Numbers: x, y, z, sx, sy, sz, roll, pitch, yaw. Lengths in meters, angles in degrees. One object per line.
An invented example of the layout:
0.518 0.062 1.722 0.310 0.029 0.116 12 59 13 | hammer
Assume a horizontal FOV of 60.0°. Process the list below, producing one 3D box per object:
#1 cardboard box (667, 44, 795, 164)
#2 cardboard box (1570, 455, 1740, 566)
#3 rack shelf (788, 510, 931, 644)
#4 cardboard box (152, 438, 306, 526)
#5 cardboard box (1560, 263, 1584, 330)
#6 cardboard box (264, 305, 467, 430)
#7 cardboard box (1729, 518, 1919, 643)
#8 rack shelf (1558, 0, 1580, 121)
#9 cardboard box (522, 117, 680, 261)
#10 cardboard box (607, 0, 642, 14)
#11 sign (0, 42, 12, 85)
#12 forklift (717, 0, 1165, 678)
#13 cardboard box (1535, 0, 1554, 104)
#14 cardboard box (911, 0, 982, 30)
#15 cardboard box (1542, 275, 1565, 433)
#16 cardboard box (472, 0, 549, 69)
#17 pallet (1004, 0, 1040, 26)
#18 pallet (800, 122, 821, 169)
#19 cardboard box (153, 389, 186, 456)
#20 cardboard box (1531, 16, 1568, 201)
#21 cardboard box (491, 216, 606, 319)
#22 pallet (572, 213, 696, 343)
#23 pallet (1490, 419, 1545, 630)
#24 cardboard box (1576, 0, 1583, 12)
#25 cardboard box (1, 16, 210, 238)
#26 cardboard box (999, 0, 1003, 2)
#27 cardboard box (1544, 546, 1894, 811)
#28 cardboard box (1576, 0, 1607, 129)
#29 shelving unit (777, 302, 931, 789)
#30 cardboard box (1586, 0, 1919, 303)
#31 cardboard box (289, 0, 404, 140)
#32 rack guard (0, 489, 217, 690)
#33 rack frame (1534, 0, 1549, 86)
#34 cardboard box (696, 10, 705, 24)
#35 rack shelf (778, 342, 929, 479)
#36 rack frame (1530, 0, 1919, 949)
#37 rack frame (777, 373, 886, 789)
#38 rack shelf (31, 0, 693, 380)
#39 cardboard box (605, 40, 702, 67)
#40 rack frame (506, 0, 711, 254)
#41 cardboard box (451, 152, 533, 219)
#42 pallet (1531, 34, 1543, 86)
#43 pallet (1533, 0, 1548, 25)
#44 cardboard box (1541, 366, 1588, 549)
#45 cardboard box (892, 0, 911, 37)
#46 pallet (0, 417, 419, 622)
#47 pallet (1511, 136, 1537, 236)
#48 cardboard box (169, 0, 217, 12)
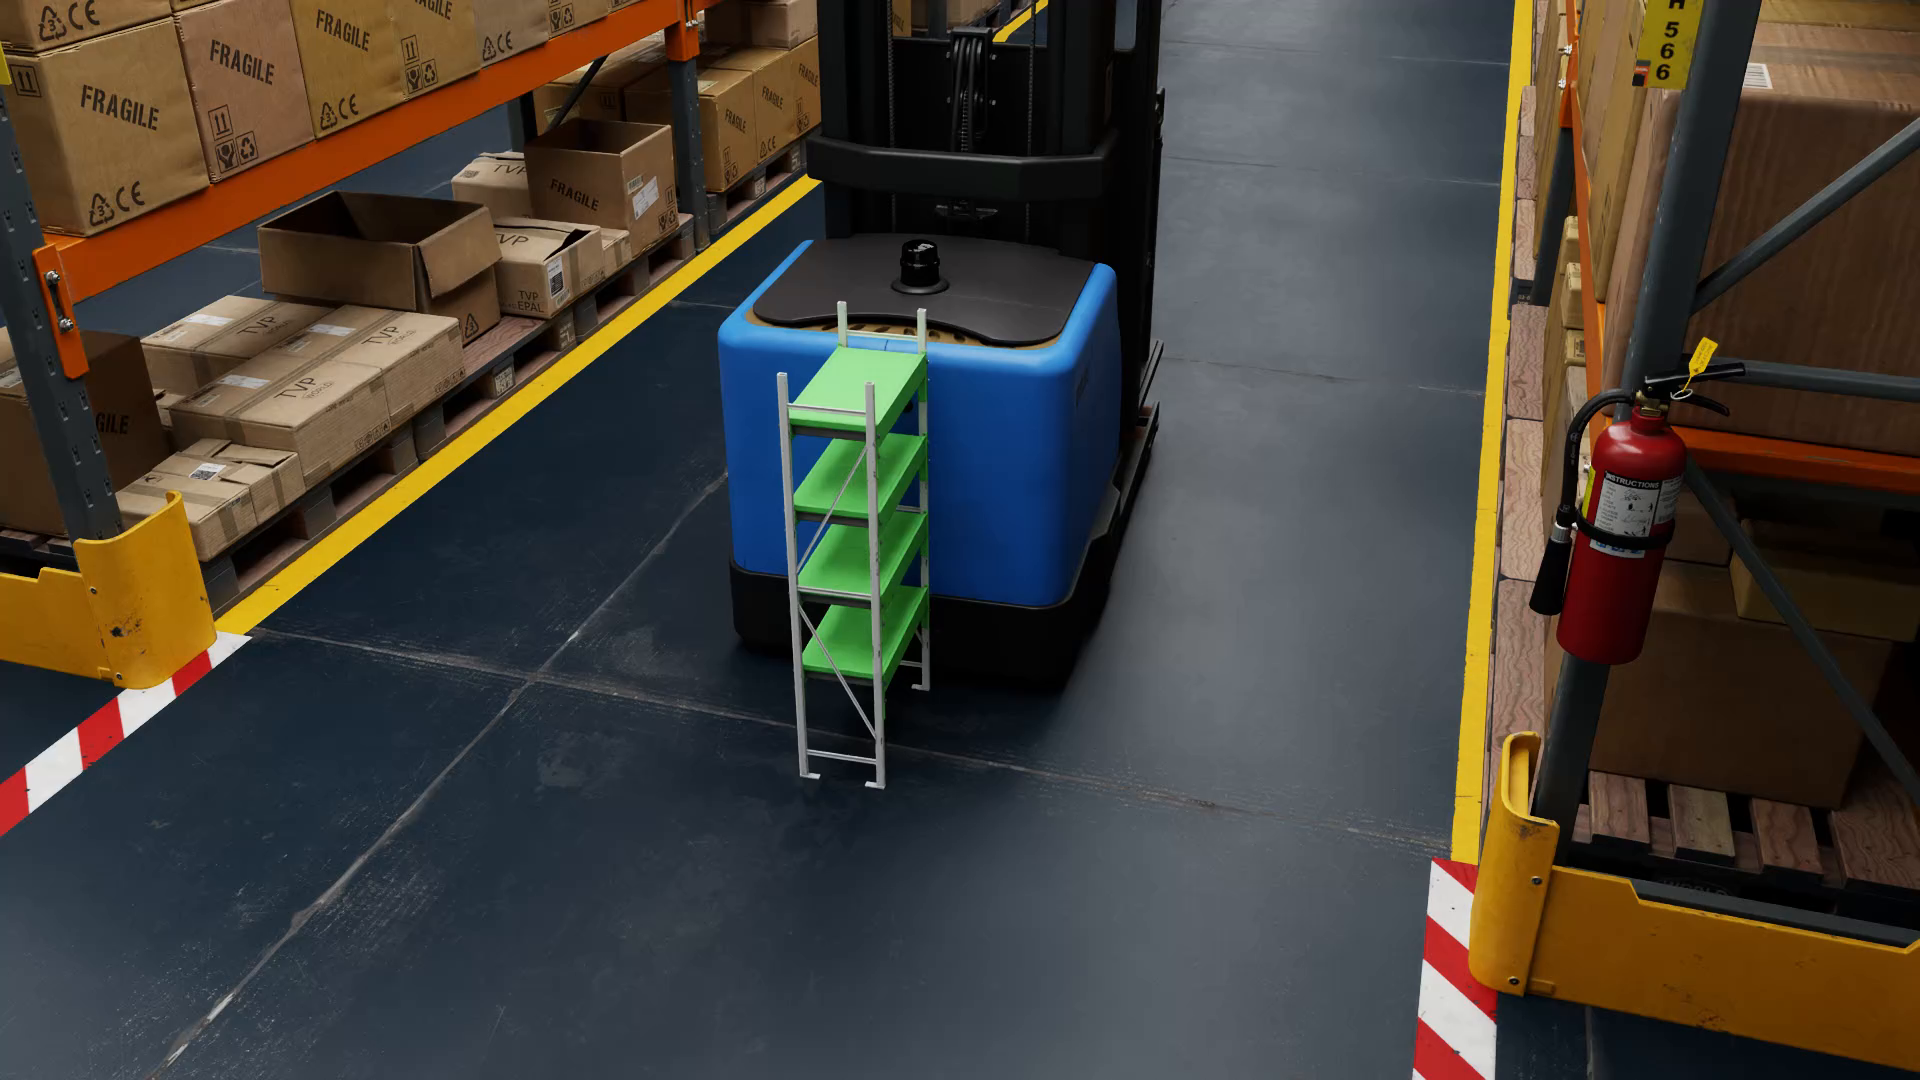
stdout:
-1.240 -2.383 9.067 0.500 0.500 0.500 9 30 16 | cardboard box
1.775 -0.080 4.280 0.380 0.149 0.250 8 30 14 | cardboard box
-0.264 0.079 4.506 0.258 0.148 0.480 7 30 12 | rack shelf
-2.410 -0.201 5.487 0.380 0.166 0.250 8 30 15 | cardboard box
2.231 -0.805 5.583 0.380 0.149 0.250 8 30 13 | cardboard box
-2.210 -0.652 6.213 0.500 0.250 0.500 8 30 15 | cardboard box
2.066 0.093 3.970 0.380 0.149 0.250 9 30 15 | cardboard box
3.563 -2.754 8.354 1.077 0.370 4.000 8 30 15 | rack shelf
-1.656 -1.638 7.728 0.500 0.500 0.500 8 30 15 | cardboard box
-1.662 -2.619 7.269 0.500 0.500 0.500 9 30 16 | cardboard box
-2.416 -1.286 4.085 0.100 0.325 0.005 8 30 15 | sign
0.146 -1.576 5.568 1.130 2.935 3.031 7 30 12 | forklift
3.809 -2.919 9.690 0.750 0.750 0.750 8 30 14 | cardboard box
-0.152 -3.886 12.046 0.500 0.250 0.500 8 30 15 | cardboard box
2.508 -0.664 5.997 0.700 0.500 0.500 8 30 14 | cardboard box
-1.960 -2.140 6.408 0.500 0.500 0.500 9 30 16 | cardboard box
0.053 -4.426 13.489 1.003 0.211 1.213 8 30 15 | pallet
-1.202 -2.577 10.166 1.003 0.211 1.213 8 30 15 | pallet
-2.805 -0.402 5.849 0.380 0.166 0.250 8 30 15 | cardboard box
3.301 -2.117 8.249 0.750 0.750 0.750 9 30 16 | cardboard box
-1.877 -1.207 7.148 0.500 0.311 0.500 8 30 15 | cardboard box
-1.963 -1.306 7.881 1.003 0.211 1.213 8 30 15 | pallet
2.322 -0.009 5.549 1.003 0.211 1.213 8 30 15 | pallet
2.856 -2.356 7.137 0.380 0.149 0.250 9 30 16 | cardboard box
-2.552 -1.197 4.714 0.500 0.500 0.500 9 30 16 | cardboard box
0.142 -4.362 12.902 0.500 0.250 0.500 8 30 14 | cardboard box
1.912 0.290 4.283 0.700 0.500 0.500 8 30 15 | cardboard box
2.582 -1.681 5.379 0.980 0.700 0.700 8 30 14 | cardboard box
-0.264 0.023 4.475 0.258 1.200 0.503 7 30 12 | shelving unit
2.145 -0.989 4.134 0.980 0.700 0.700 8 30 14 | cardboard box
-2.256 -1.670 5.564 0.500 0.500 0.500 8 30 15 | cardboard box
-2.912 0.072 5.106 1.175 0.500 0.348 8 30 15 | rack guard
4.150 -3.998 9.850 1.000 3.000 0.127 8 30 15 | rack frame
-1.442 -2.912 10.018 0.500 0.500 0.500 7 30 13 | cardboard box
-0.264 -0.341 4.273 0.258 0.148 0.480 7 30 12 | rack shelf
1.802 -0.280 3.167 1.000 3.000 0.127 8 30 15 | rack frame
-0.321 0.138 4.268 0.240 1.200 0.015 7 30 12 | rack frame
-2.347 -1.600 6.280 1.077 0.370 4.000 8 30 15 | rack shelf
-1.736 -2.442 9.174 0.500 0.500 0.500 9 30 15 | cardboard box
-1.760 -2.844 7.776 1.000 3.000 0.127 8 30 15 | rack frame
-2.090 -1.697 8.028 0.500 0.311 0.500 8 30 15 | cardboard box
4.381 -3.142 11.181 1.003 0.211 1.213 8 30 15 | pallet
5.097 -4.276 13.219 1.003 0.211 1.213 8 30 15 | pallet
2.206 -0.177 5.122 0.700 0.500 0.500 8 30 13 | cardboard box
-0.636 -3.334 10.777 0.500 0.500 0.500 10 31 17 | cardboard box
-2.679 -0.172 5.842 1.003 0.211 1.213 8 30 15 | pallet
3.487 -1.858 8.873 1.003 0.211 1.213 8 30 15 | pallet
-2.406 -1.878 4.909 0.500 0.500 0.500 9 30 15 | cardboard box
